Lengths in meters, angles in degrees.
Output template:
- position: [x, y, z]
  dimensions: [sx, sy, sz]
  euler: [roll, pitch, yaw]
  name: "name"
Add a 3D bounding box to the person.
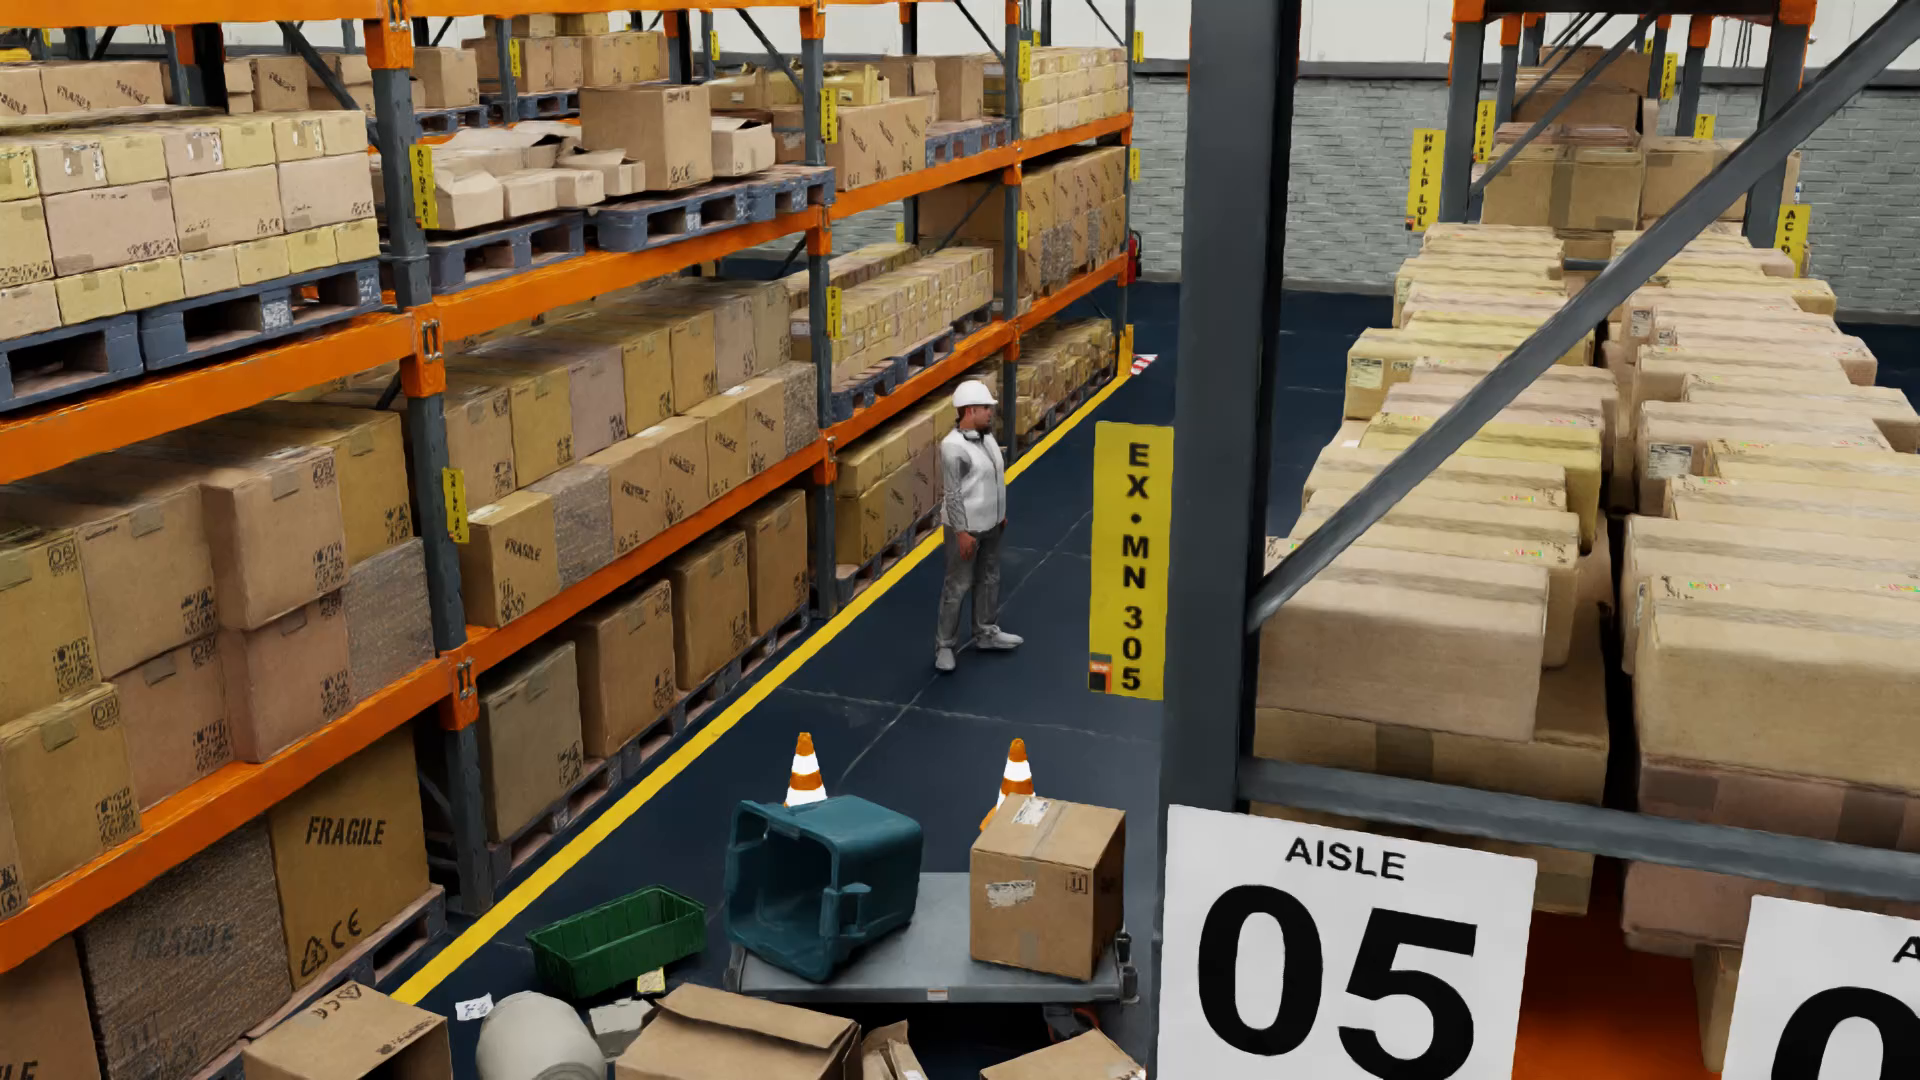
- position: [0.087, -0.105, 10.264]
  dimensions: [0.412, 1.765, 0.659]
  euler: [11, 21, 30]
  name: "person"
